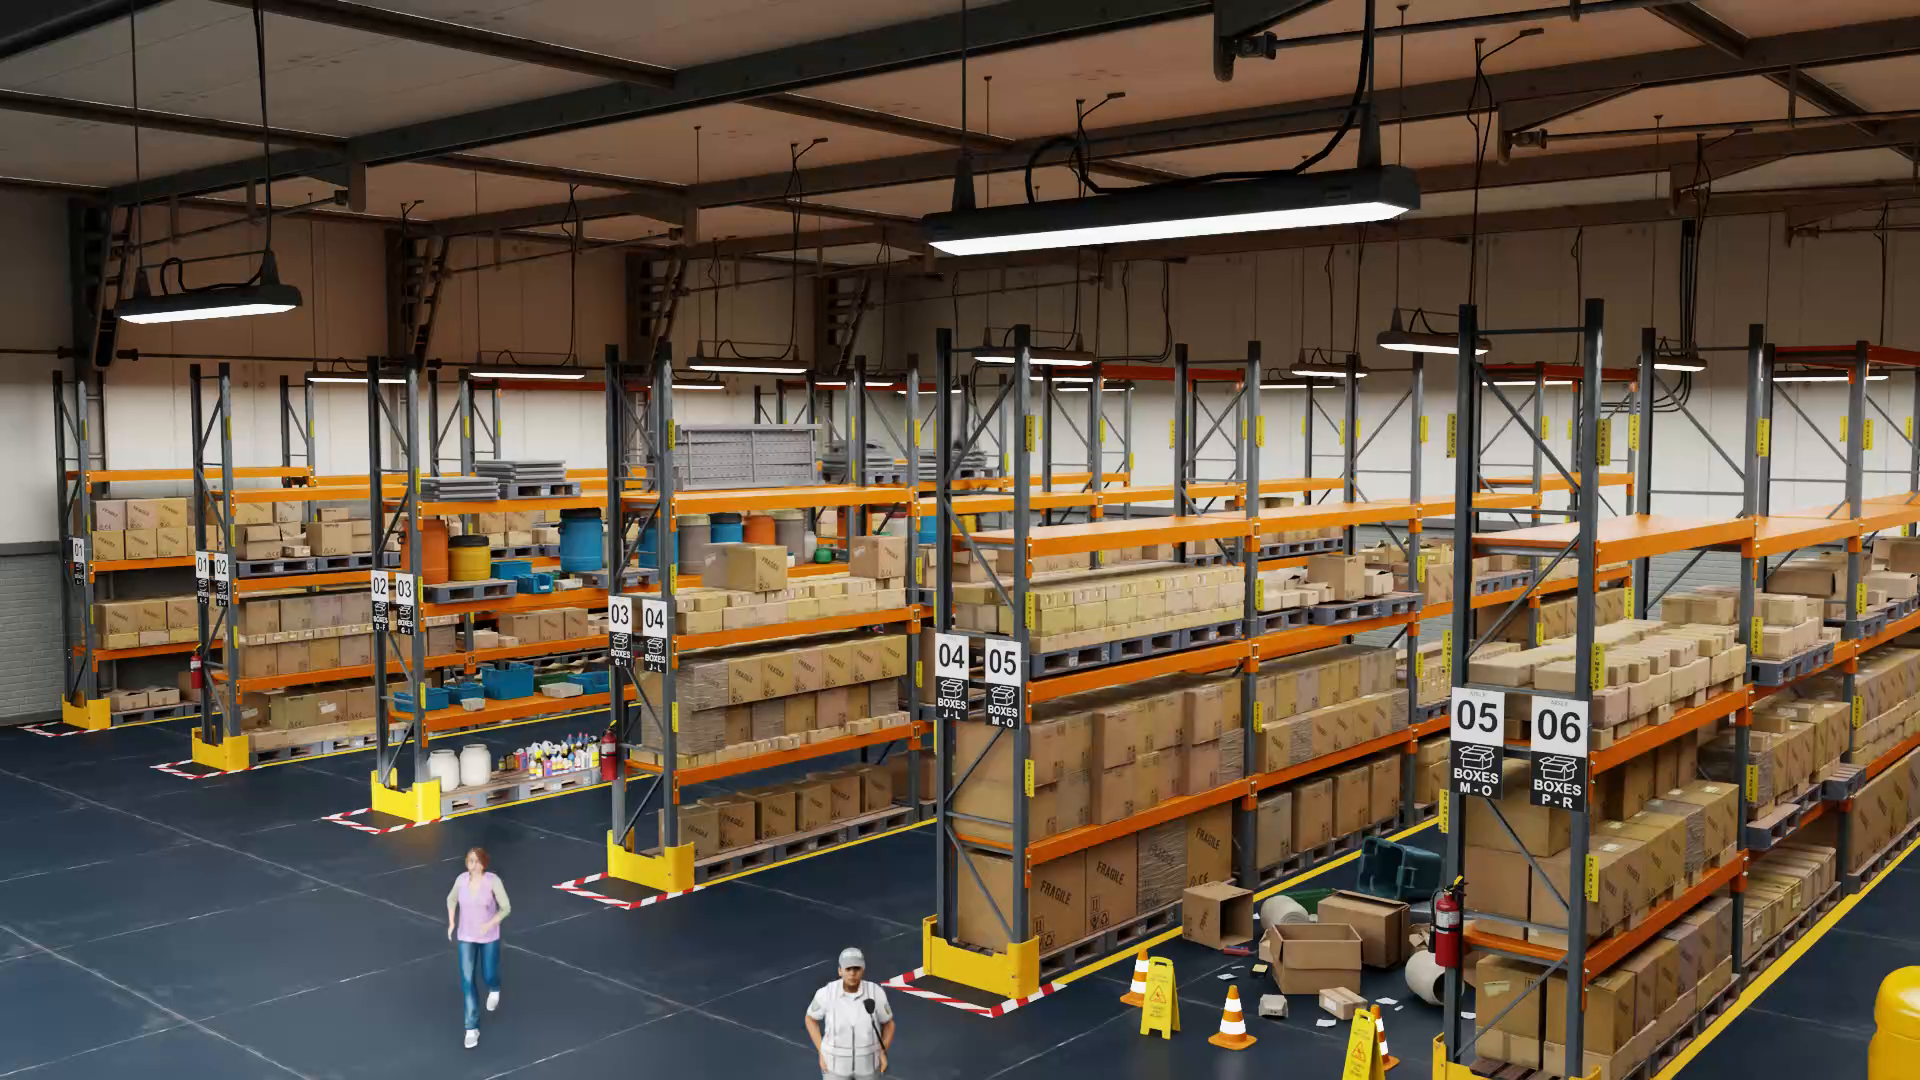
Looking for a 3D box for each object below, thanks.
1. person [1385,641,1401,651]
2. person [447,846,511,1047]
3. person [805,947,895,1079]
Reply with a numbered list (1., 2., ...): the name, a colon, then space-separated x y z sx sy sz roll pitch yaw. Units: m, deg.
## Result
1. person: 6.643 2.435 25.590 0.648 1.784 0.694 3 5 38
2. person: -4.055 3.353 13.998 0.559 1.586 0.855 0 4 -5
3. person: -0.737 3.553 11.224 0.607 1.651 0.745 -1 4 -8
